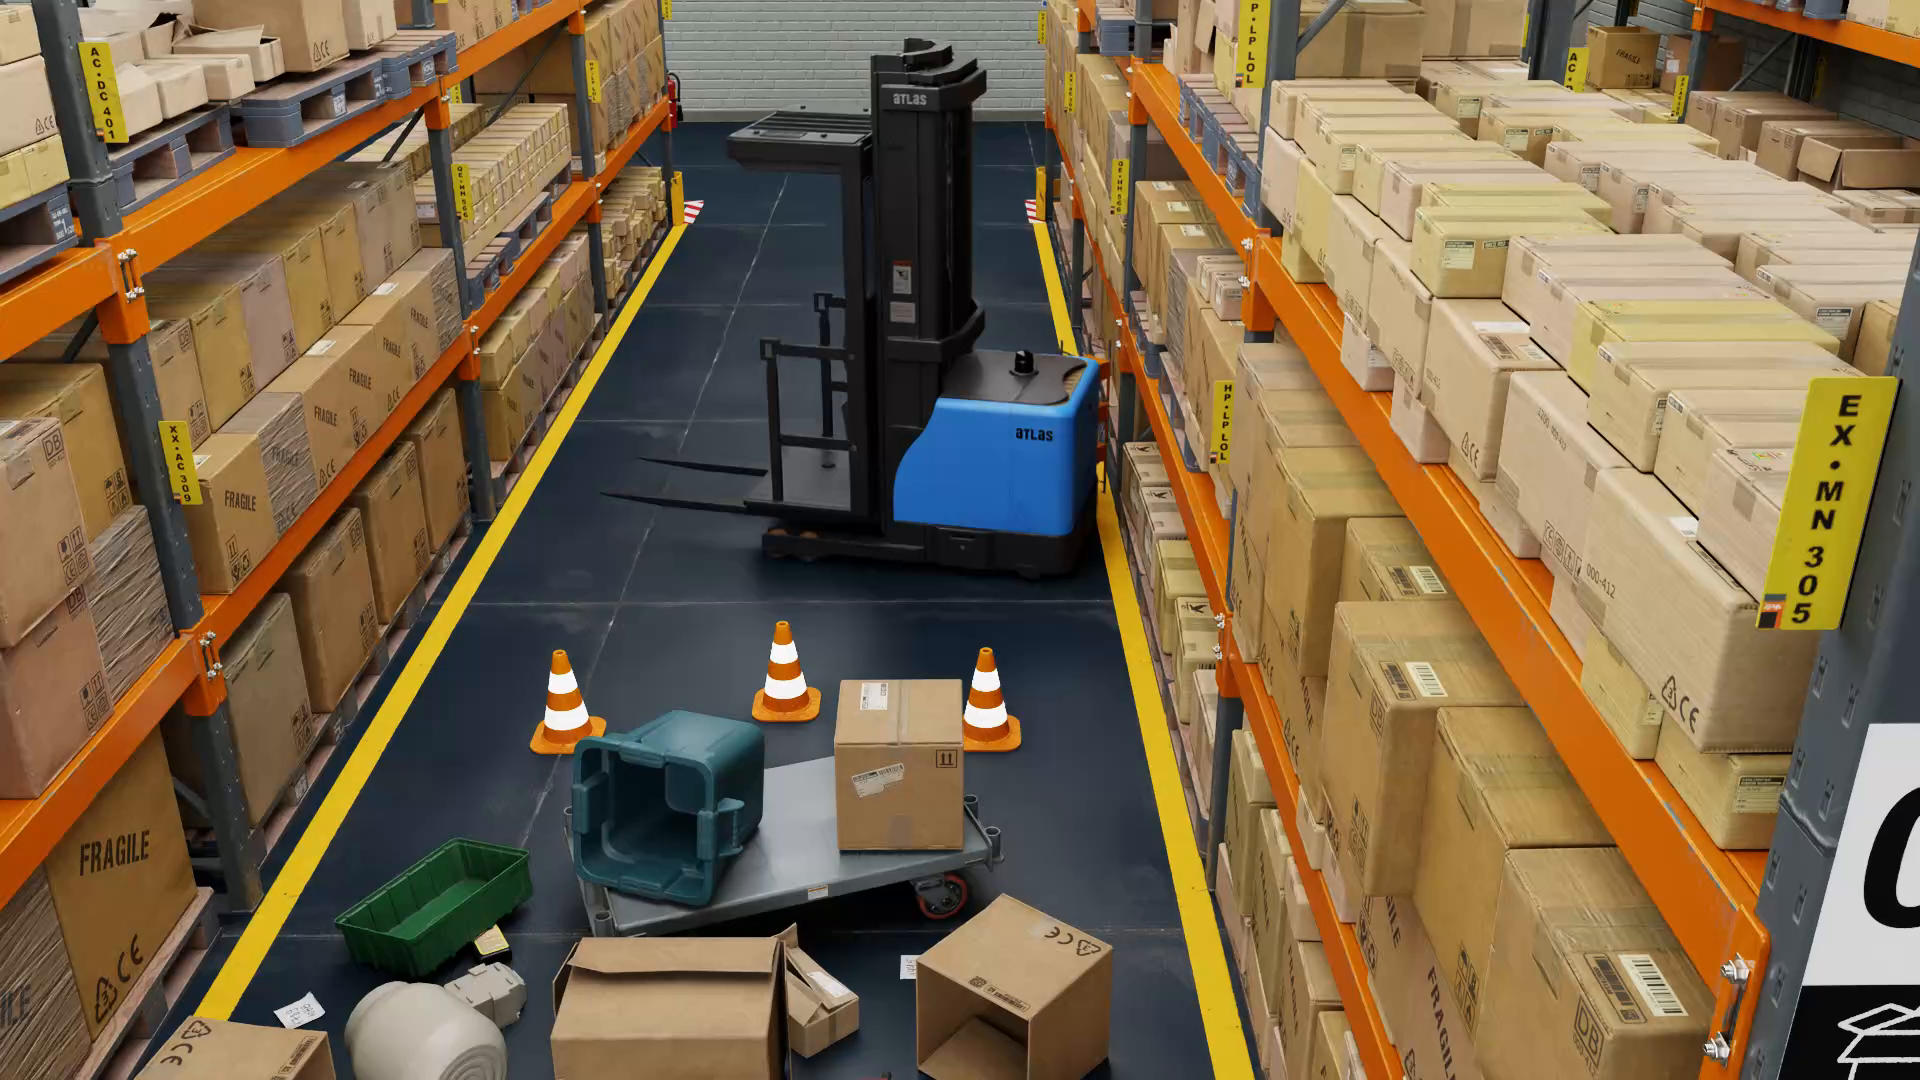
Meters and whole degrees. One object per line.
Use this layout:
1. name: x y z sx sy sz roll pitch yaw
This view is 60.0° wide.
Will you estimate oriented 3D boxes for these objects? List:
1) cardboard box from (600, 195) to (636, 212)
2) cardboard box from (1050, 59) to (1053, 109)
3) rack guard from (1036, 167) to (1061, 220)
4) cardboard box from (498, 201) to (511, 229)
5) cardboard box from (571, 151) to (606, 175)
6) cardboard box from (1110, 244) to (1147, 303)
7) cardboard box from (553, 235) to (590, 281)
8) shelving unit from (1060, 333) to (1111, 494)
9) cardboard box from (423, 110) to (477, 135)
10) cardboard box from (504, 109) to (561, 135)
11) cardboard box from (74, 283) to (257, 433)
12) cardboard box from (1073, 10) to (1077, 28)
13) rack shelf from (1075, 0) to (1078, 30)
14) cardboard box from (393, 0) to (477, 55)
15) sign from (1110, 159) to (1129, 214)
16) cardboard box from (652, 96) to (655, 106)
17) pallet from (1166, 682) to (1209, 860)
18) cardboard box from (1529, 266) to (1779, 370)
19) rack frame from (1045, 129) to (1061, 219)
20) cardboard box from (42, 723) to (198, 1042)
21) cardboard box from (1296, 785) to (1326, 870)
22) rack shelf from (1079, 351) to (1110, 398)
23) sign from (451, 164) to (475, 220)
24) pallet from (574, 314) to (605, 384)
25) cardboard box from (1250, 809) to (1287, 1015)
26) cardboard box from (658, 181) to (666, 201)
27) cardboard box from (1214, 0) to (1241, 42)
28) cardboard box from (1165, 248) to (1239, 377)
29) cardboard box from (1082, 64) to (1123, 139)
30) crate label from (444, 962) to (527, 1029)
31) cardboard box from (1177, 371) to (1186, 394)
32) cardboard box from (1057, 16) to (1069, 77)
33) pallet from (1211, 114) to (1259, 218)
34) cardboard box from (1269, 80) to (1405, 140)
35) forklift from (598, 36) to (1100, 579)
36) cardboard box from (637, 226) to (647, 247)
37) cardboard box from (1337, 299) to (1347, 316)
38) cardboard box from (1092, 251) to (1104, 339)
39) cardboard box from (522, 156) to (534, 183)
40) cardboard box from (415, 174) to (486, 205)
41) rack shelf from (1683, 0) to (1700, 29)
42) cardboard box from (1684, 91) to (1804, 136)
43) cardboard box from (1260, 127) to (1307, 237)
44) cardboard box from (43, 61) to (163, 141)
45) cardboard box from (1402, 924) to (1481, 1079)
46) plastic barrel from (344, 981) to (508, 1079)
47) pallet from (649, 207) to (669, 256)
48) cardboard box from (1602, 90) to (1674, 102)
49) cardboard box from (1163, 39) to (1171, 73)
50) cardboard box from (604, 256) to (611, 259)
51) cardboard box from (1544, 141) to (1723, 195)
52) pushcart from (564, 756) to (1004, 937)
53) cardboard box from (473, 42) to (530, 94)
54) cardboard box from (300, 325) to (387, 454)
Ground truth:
1. cardboard box: -3.314 -3.202 15.918 0.380 0.149 0.250 -1 24 -2
2. cardboard box: 1.162 -4.494 16.425 0.500 0.500 0.500 -1 24 -1
3. rack guard: 1.410 -3.727 17.884 1.175 0.500 0.348 0 24 -1
4. cardboard box: -3.270 -2.200 11.270 0.380 0.149 0.250 1 24 1
5. cardboard box: -3.170 -3.148 13.874 0.380 0.149 0.250 1 24 1
6. cardboard box: 1.233 -1.698 10.547 0.500 0.250 0.500 -1 24 -2
7. cardboard box: -3.233 -2.232 13.159 0.500 0.250 0.500 -1 24 -2
8. shelving unit: 0.796 -0.784 10.709 0.252 1.050 0.215 -18 30 -35
9. cardboard box: -3.941 -3.213 12.786 0.380 0.149 0.250 0 24 1
10. cardboard box: -3.291 -3.217 12.795 0.380 0.149 0.250 -1 24 -2
11. cardboard box: -3.426 -0.765 6.967 0.700 0.500 0.500 -1 24 -1
12. cardboard box: 1.186 -4.549 14.546 0.380 0.149 0.250 0 24 -1
13. rack shelf: 1.432 -5.071 15.055 1.077 0.370 4.000 0 24 -1
14. cardboard box: -3.191 -3.144 9.801 0.500 0.500 0.500 0 24 -1
15. sign: 0.943 -2.083 9.811 0.100 0.325 0.005 0 24 -1
16. cardboard box: -3.287 -4.442 16.736 0.380 0.149 0.250 0 24 -1
17. pallet: 1.532 1.038 7.698 1.003 0.211 1.213 0 24 -1
18. cardboard box: 1.354 -0.434 3.266 0.380 0.149 0.250 0 24 -1
19. rack frame: 1.411 -4.856 17.347 1.000 3.000 0.127 0 24 -1
20. cardboard box: -3.470 1.189 6.050 0.875 0.875 0.875 0 24 0
21. cardboard box: 1.229 0.862 5.010 0.380 0.149 0.250 0 24 0
22. rack shelf: 0.796 -1.033 10.596 0.240 0.259 0.215 -18 30 -35
23. sign: -2.896 -2.027 9.687 0.100 0.325 0.005 0 24 -1
24. pallet: -3.484 -1.553 13.427 1.003 0.211 1.213 0 24 -1
25. cardboard box: 1.296 1.273 5.711 0.500 0.500 0.500 1 24 2
26. cardboard box: -3.247 -3.604 17.167 0.380 0.149 0.250 -1 24 -2
27. cardboard box: 1.375 -2.287 7.093 0.500 0.250 0.500 0 24 0
28. cardboard box: 1.294 -1.106 8.063 0.500 0.500 0.500 -1 24 -3
29. cardboard box: 1.205 -3.317 12.609 0.500 0.500 0.500 0 24 -1
30. crate label: -1.798 1.725 6.269 0.298 0.136 0.250 -19 31 -36
31. cardboard box: 1.285 -0.835 8.252 0.380 0.149 0.250 1 24 1
32. cardboard box: 1.163 -4.528 15.286 0.500 0.500 0.500 0 24 0
33. pallet: 1.641 -1.447 6.398 1.213 0.211 1.003 0 24 -1
34. cardboard box: 1.219 -1.396 5.393 0.380 0.149 0.250 -1 24 -1
35. forklift: -0.709 -1.418 9.828 3.031 2.935 1.130 6 25 12
36. cardboard box: -3.239 -2.935 16.048 0.380 0.149 0.250 0 24 0
37. cardboard box: 1.323 -0.721 4.869 0.380 0.149 0.250 0 24 1
38. cardboard box: 1.541 -2.176 13.490 0.875 0.875 0.875 0 24 1
39. cardboard box: -3.275 -2.650 11.904 0.380 0.149 0.250 0 24 0
40. cardboard box: -3.266 -2.247 10.651 0.380 0.149 0.250 0 24 -1
41. rack shelf: 6.396 -5.095 15.108 1.077 0.370 4.000 0 24 -1
42. cardboard box: 6.199 -3.268 13.205 0.700 0.500 0.500 0 24 1
43. cardboard box: 1.273 -1.163 5.362 0.500 0.250 0.500 -1 24 -2
44. cardboard box: -3.164 -1.640 6.127 0.258 0.266 0.396 -1 24 -1
45. cardboard box: 1.303 1.127 3.636 0.500 0.500 0.500 0 24 0
46. plastic barrel: -1.861 1.787 5.785 0.512 0.421 0.421 19 30 35
47. pallet: -3.564 -3.155 16.970 1.003 0.211 1.213 0 24 -1
48. cardboard box: 6.156 -3.919 15.097 0.500 0.250 0.500 0 24 -1
49. cardboard box: 1.331 -2.681 9.203 0.380 0.149 0.250 0 24 -1
50. cardboard box: -3.271 -2.426 14.564 0.380 0.149 0.250 0 24 0
51. cardboard box: 1.790 -0.968 4.447 0.380 0.149 0.250 -1 24 -2
52. pushcart: -0.738 1.314 6.886 1.648 0.377 0.936 -9 26 -19
53. cardboard box: -3.770 -3.973 13.699 0.500 0.500 0.500 -1 24 -2
54. cardboard box: -3.158 -0.734 8.112 0.500 0.500 0.500 0 24 0
